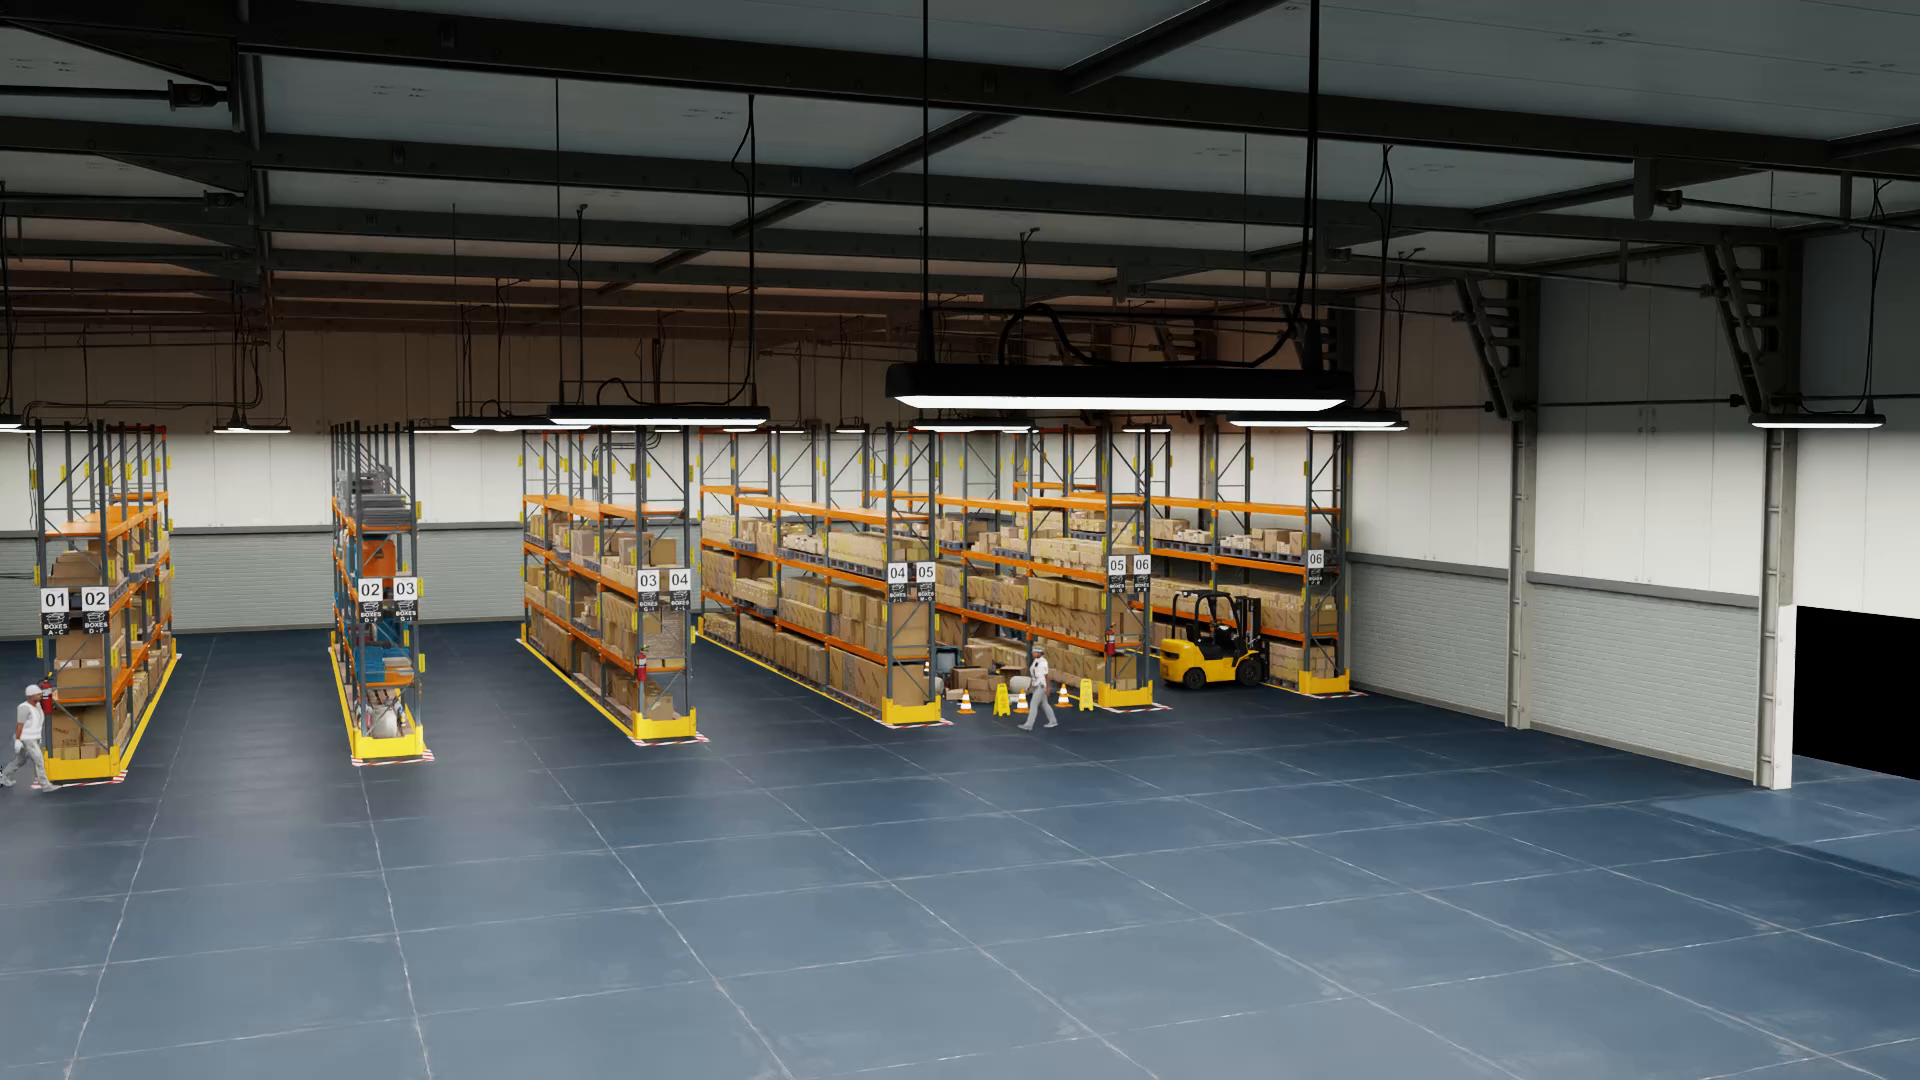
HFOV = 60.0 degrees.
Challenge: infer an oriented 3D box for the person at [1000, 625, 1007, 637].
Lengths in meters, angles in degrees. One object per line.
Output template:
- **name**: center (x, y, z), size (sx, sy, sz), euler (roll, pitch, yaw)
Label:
- **person**: center (0.898, 1.885, 47.271), size (0.595, 1.724, 1.144), euler (-2, 4, -32)

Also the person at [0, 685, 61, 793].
- **person**: center (-15.010, 3.191, 26.769), size (1.133, 1.728, 0.579), euler (0, 4, -1)

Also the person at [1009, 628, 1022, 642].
- **person**: center (1.558, 2.053, 46.090), size (0.372, 1.612, 0.446), euler (3, 5, 38)

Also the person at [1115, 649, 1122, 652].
- **person**: center (3.666, 2.423, 39.470), size (0.659, 1.682, 0.793), euler (-1, 4, -20)

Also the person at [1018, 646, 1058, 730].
- **person**: center (1.515, 2.873, 32.433), size (0.866, 1.631, 0.475), euler (-1, 4, -12)
